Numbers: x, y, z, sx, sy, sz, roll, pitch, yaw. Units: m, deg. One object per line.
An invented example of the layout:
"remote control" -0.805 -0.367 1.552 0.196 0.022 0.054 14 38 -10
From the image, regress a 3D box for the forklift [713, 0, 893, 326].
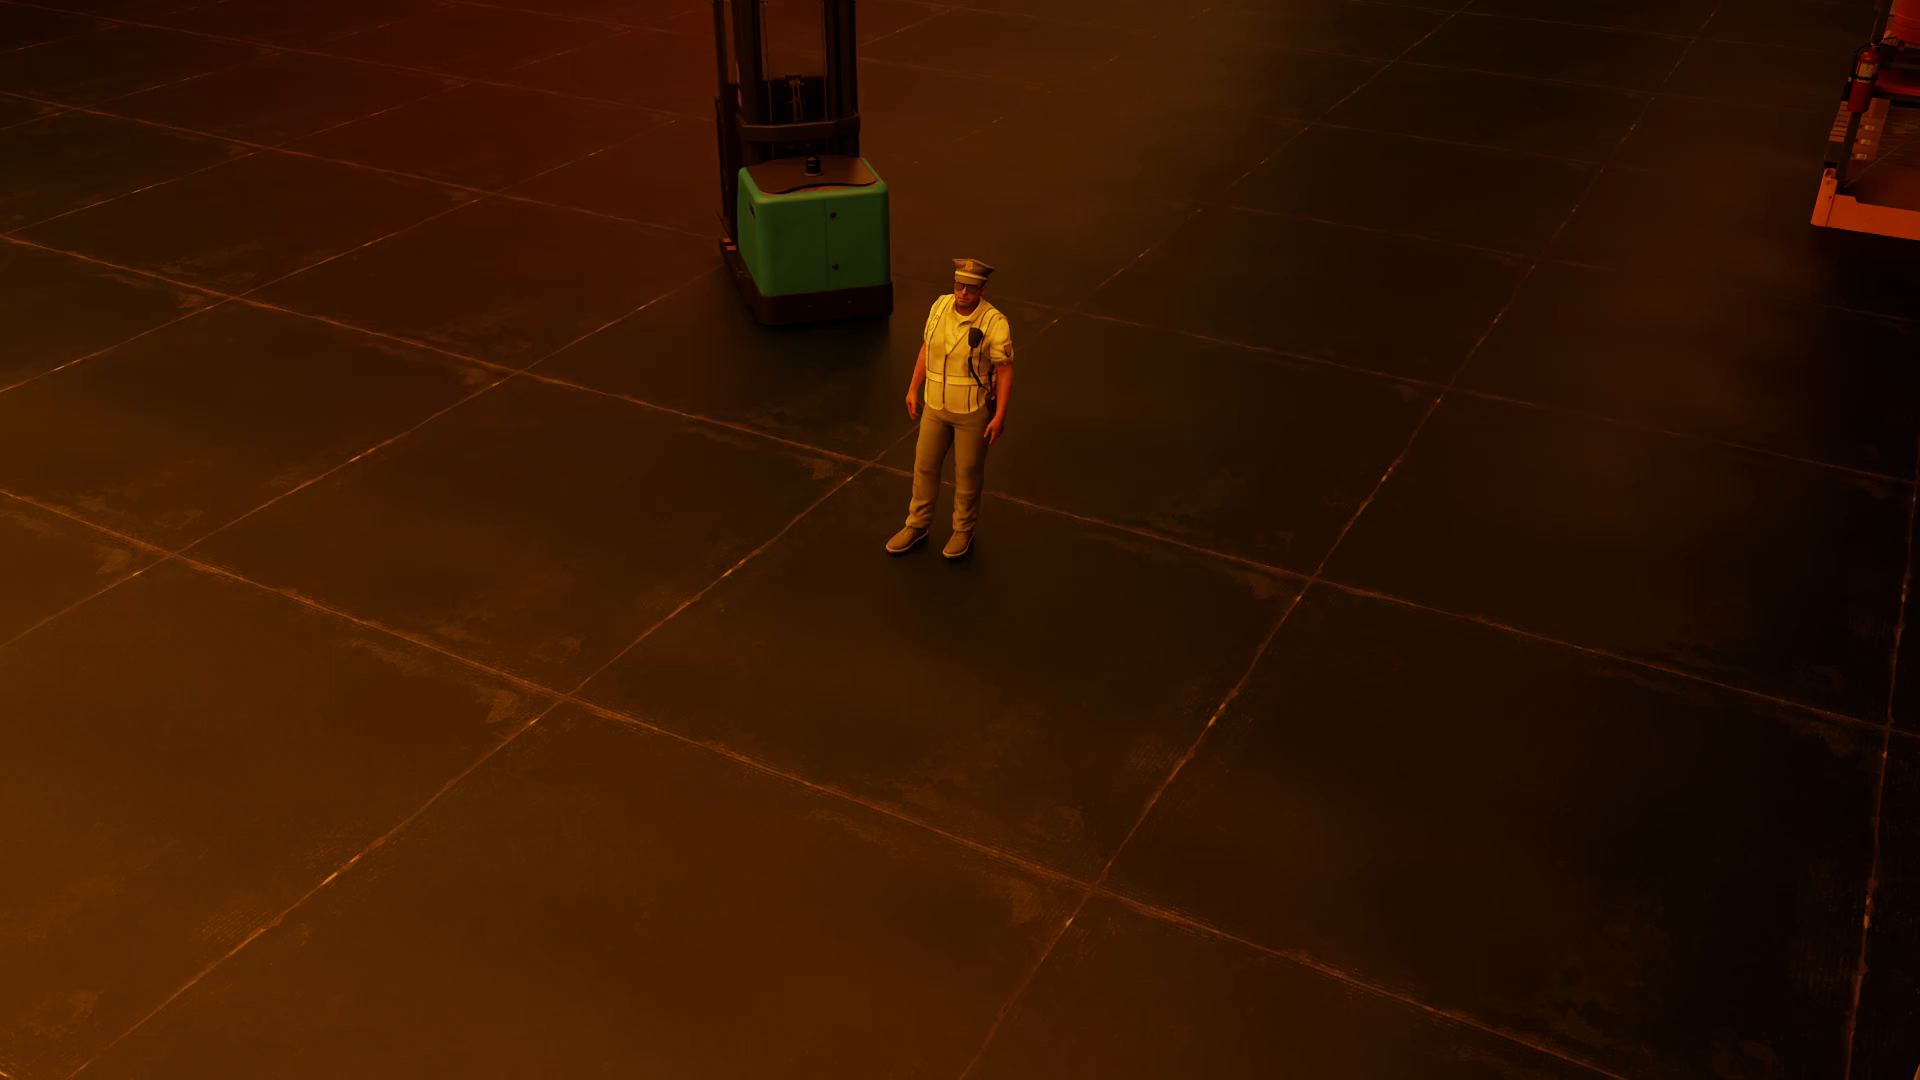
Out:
"forklift" -1.422 -3.629 13.359 1.130 2.935 3.031 -8 31 -14

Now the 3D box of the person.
"person" -0.048 -0.747 9.499 0.641 1.780 0.574 15 33 25
